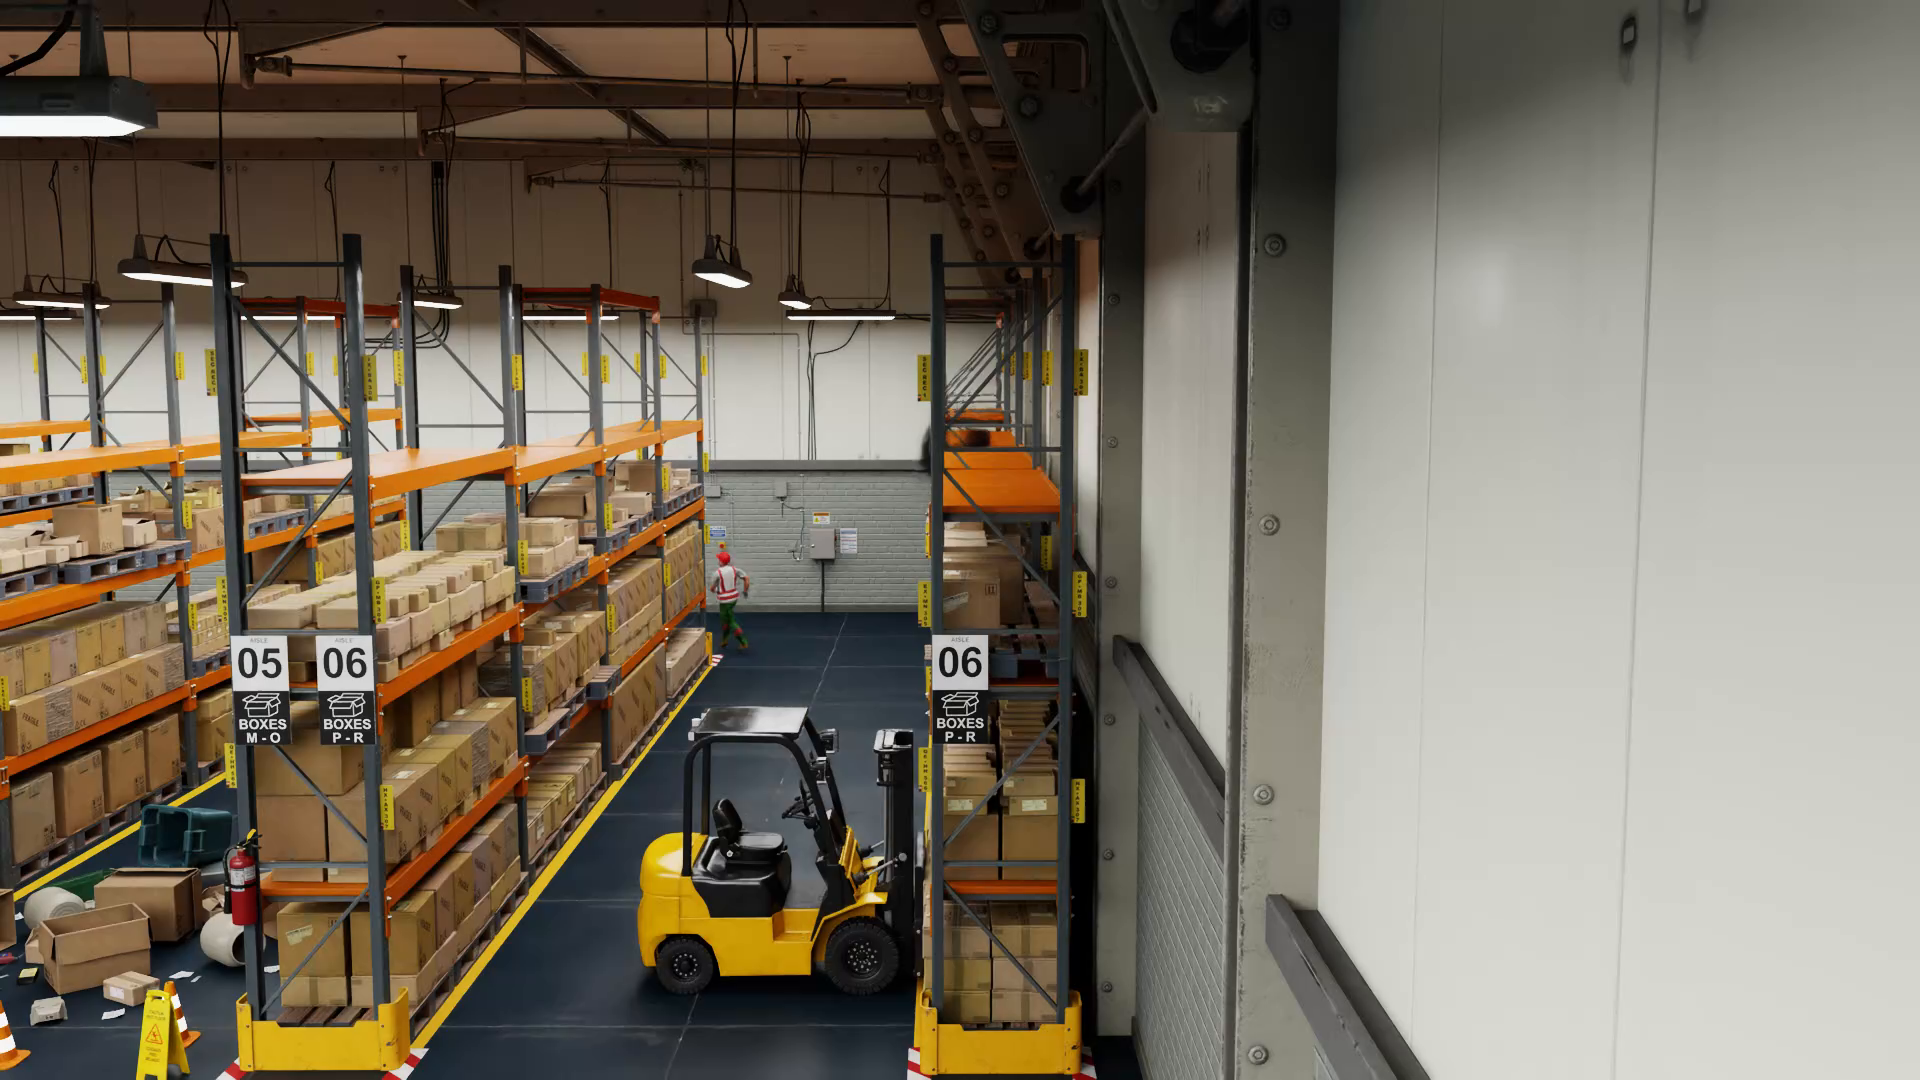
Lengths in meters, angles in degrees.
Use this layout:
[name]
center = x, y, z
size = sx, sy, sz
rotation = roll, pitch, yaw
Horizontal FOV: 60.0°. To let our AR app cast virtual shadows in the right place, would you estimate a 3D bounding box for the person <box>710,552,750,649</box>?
[person]
center = -4.087, 1.072, 28.999
size = 0.848, 1.776, 0.689
rotation = 6, 8, 42
